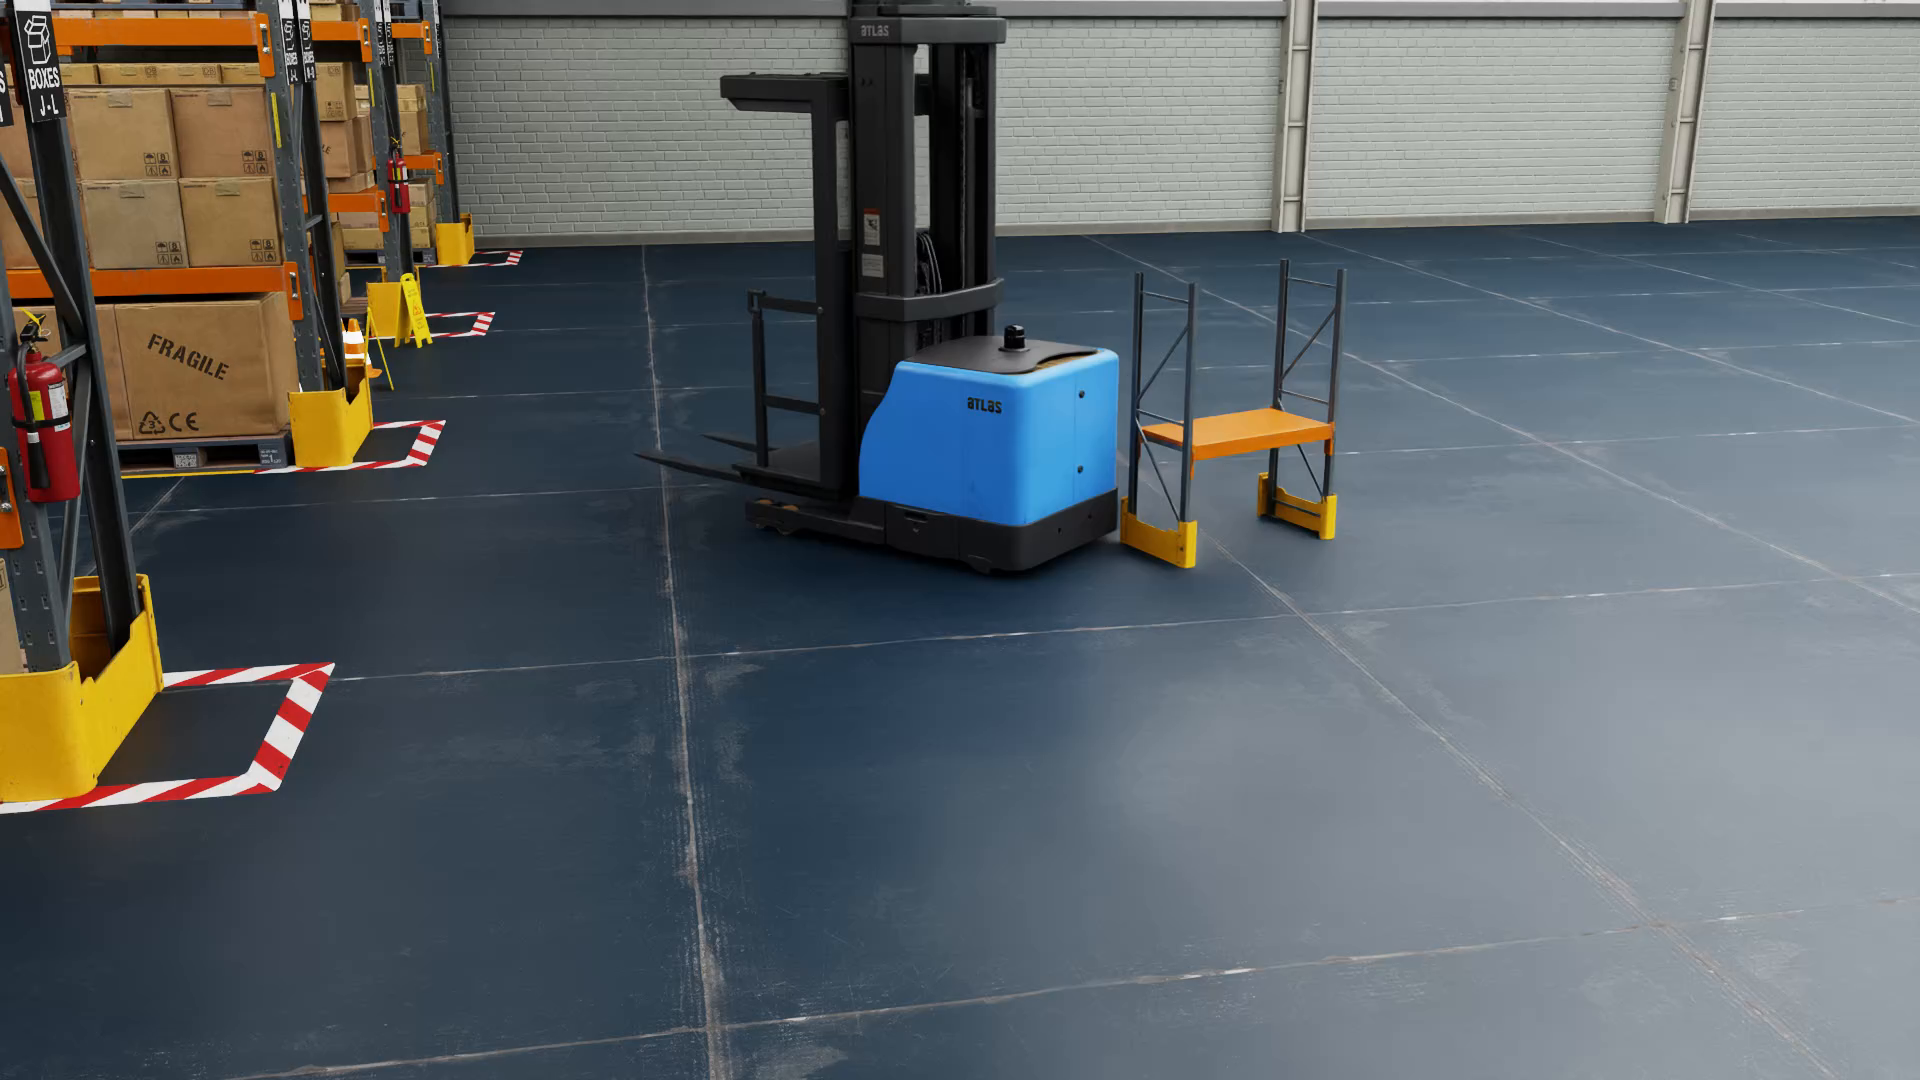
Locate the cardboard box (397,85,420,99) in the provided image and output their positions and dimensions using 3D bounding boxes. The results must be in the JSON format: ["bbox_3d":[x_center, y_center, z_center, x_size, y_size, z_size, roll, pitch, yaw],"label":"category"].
[{"bbox_3d":[-6.594,-5.347,19.829,0.250,0.149,0.380,-3,17,-10],"label":"cardboard box"}]

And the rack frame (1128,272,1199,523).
[{"bbox_3d":[1.072,-0.644,8.853,0.032,1.500,0.500,-10,20,-30],"label":"rack frame"}]

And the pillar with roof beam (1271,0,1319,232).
[{"bbox_3d":[5.461,-7.443,18.219,0.400,9.000,9.100,-3,17,-10],"label":"pillar with roof beam"}]

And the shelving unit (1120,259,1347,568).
[{"bbox_3d":[1.499,-0.720,9.101,1.083,1.500,0.587,-10,20,-30],"label":"shelving unit"}]

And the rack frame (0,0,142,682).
[{"bbox_3d":[-3.457,-0.640,6.286,0.127,3.000,1.000,-3,17,-10],"label":"rack frame"}]

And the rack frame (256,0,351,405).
[{"bbox_3d":[-4.299,-2.075,10.959,0.127,3.000,1.000,-3,17,-10],"label":"rack frame"}]

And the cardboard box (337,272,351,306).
[{"bbox_3d":[-6.182,-2.418,16.042,0.500,0.250,0.500,-3,17,-11],"label":"cardboard box"}]

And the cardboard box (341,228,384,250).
[{"bbox_3d":[-7.174,-3.671,20.124,0.500,0.250,0.500,-3,17,-10],"label":"cardboard box"}]

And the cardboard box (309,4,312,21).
[{"bbox_3d":[-5.873,-4.687,14.780,0.250,0.149,0.380,-3,17,-10],"label":"cardboard box"}]

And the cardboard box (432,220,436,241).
[{"bbox_3d":[-6.802,-3.843,20.681,0.500,0.250,0.500,-3,17,-10],"label":"cardboard box"}]

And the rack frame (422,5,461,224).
[{"bbox_3d":[-6.283,-4.927,20.245,0.127,3.000,1.000,-3,17,-10],"label":"rack frame"}]

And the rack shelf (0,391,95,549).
[{"bbox_3d":[-5.421,-0.184,6.029,4.000,0.370,1.077,-3,17,-10],"label":"rack shelf"}]

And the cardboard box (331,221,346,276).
[{"bbox_3d":[-6.205,-2.775,15.927,0.500,0.500,0.500,-4,17,-12],"label":"cardboard box"}]

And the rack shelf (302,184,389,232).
[{"bbox_3d":[-7.301,-3.041,15.330,4.000,0.370,1.077,-3,17,-10],"label":"rack shelf"}]

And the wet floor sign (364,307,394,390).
[{"bbox_3d":[-4.646,-1.522,13.169,0.232,0.644,0.267,-6,18,-20],"label":"wet floor sign"}]

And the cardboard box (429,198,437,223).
[{"bbox_3d":[-6.784,-4.086,20.623,0.500,0.250,0.500,-3,17,-9],"label":"cardboard box"}]

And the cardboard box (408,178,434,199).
[{"bbox_3d":[-6.790,-4.319,20.531,0.500,0.250,0.500,-4,17,-11],"label":"cardboard box"}]

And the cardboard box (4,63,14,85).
[{"bbox_3d":[-8.286,-3.926,14.605,0.500,0.500,0.700,-3,17,-10],"label":"cardboard box"}]

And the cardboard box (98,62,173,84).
[{"bbox_3d":[-7.293,-4.001,14.850,0.500,0.500,0.700,-3,17,-11],"label":"cardboard box"}]

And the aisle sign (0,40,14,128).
[{"bbox_3d":[-3.340,-1.799,5.634,0.004,0.787,0.394,-3,17,-10],"label":"aisle sign"}]

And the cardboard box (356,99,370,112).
[{"bbox_3d":[-7.082,-5.165,19.745,0.250,0.149,0.380,-3,17,-9],"label":"cardboard box"}]

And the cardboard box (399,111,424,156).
[{"bbox_3d":[-6.716,-4.872,19.895,0.500,0.500,0.500,-4,17,-12],"label":"cardboard box"}]

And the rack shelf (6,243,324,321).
[{"bbox_3d":[-6.263,-1.620,10.702,4.000,0.370,1.077,-3,17,-10],"label":"rack shelf"}]

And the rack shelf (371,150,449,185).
[{"bbox_3d":[-8.246,-4.472,19.988,4.000,0.370,1.077,-3,17,-10],"label":"rack shelf"}]

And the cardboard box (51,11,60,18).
[{"bbox_3d":[-7.904,-4.592,14.474,0.250,0.149,0.380,-4,17,-12],"label":"cardboard box"}]

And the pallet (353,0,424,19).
[{"bbox_3d":[-6.982,-6.287,19.714,1.213,0.211,1.003,-3,17,-10],"label":"pallet"}]

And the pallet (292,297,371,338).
[{"bbox_3d":[-6.216,-2.124,15.868,1.213,0.211,1.003,-3,17,-10],"label":"pallet"}]

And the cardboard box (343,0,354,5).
[{"bbox_3d":[-5.882,-5.050,15.284,0.500,0.250,0.500,-4,17,-11],"label":"cardboard box"}]

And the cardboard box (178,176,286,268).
[{"bbox_3d":[-4.655,-2.113,10.827,0.550,0.550,0.875,-3,17,-10],"label":"cardboard box"}]

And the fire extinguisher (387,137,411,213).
[{"bbox_3d":[-5.138,-3.333,15.186,0.183,0.674,0.296,-3,17,-10],"label":"fire extinguisher"}]

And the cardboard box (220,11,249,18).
[{"bbox_3d":[-6.401,-4.687,14.781,0.250,0.149,0.380,-3,17,-10],"label":"cardboard box"}]

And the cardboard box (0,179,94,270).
[{"bbox_3d":[-5.764,-2.081,10.723,0.550,0.550,0.875,-3,17,-10],"label":"cardboard box"}]

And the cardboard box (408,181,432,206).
[{"bbox_3d":[-6.676,-4.176,20.064,0.500,0.250,0.500,-3,17,-9],"label":"cardboard box"}]

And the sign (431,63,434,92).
[{"bbox_3d":[-6.193,-5.437,19.528,0.005,0.325,0.100,-3,17,-10],"label":"sign"}]

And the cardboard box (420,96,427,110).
[{"bbox_3d":[-6.665,-5.341,20.317,0.250,0.149,0.380,-4,17,-12],"label":"cardboard box"}]

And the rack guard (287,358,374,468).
[{"bbox_3d":[-4.276,-0.882,11.331,0.348,0.500,1.175,-3,17,-10],"label":"rack guard"}]

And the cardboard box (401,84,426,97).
[{"bbox_3d":[-6.653,-5.470,20.231,0.250,0.149,0.380,-4,17,-12],"label":"cardboard box"}]

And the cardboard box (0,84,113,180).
[{"bbox_3d":[-5.769,-2.604,10.587,0.550,0.550,0.875,-3,17,-10],"label":"cardboard box"}]

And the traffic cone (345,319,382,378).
[{"bbox_3d":[-4.970,-1.587,13.690,0.334,0.463,0.336,-3,17,-10],"label":"traffic cone"}]

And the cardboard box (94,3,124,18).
[{"bbox_3d":[-7.395,-4.620,14.564,0.250,0.149,0.380,-3,17,-10],"label":"cardboard box"}]

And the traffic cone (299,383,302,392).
[{"bbox_3d":[-5.090,-1.242,12.568,0.334,0.463,0.336,-3,17,-10],"label":"traffic cone"}]

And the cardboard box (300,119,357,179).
[{"bbox_3d":[-5.818,-3.577,15.171,0.500,0.500,0.500,-4,17,-11],"label":"cardboard box"}]

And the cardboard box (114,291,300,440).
[{"bbox_3d":[-4.952,-1.203,11.025,0.875,0.875,0.875,-3,17,-10],"label":"cardboard box"}]

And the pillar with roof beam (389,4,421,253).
[{"bbox_3d":[-6.321,-6.775,16.043,0.400,9.000,9.100,-3,17,-10],"label":"pillar with roof beam"}]

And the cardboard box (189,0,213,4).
[{"bbox_3d":[-6.791,-4.837,14.590,0.500,0.250,0.500,-3,17,-9],"label":"cardboard box"}]

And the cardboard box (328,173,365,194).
[{"bbox_3d":[-5.664,-3.294,15.355,0.250,0.149,0.380,-3,17,-9],"label":"cardboard box"}]

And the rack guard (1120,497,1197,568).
[{"bbox_3d":[1.073,-0.047,9.038,0.087,0.250,0.587,-10,20,-30],"label":"rack guard"}]

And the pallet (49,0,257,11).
[{"bbox_3d":[-5.025,-3.422,10.388,1.213,0.211,1.003,-3,17,-10],"label":"pallet"}]

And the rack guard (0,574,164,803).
[{"bbox_3d":[-3.532,0.559,6.639,0.348,0.500,1.175,-3,17,-10],"label":"rack guard"}]

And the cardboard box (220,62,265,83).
[{"bbox_3d":[-6.296,-4.047,14.999,0.500,0.500,0.700,-3,17,-10],"label":"cardboard box"}]

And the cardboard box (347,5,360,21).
[{"bbox_3d":[-5.725,-4.885,15.428,0.250,0.149,0.380,-3,17,-10],"label":"cardboard box"}]

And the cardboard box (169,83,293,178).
[{"bbox_3d":[-4.671,-2.654,10.748,0.550,0.550,0.875,-3,17,-10],"label":"cardboard box"}]

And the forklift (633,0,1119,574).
[{"bbox_3d":[-0.613,-1.546,9.353,3.031,2.935,1.130,12,21,34],"label":"forklift"}]

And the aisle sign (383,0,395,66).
[{"bbox_3d":[-5.335,-4.832,15.507,0.004,0.787,0.394,-3,17,-10],"label":"aisle sign"}]

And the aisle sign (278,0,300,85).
[{"bbox_3d":[-4.173,-3.235,10.309,0.004,0.787,0.394,-3,17,-10],"label":"aisle sign"}]

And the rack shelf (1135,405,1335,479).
[{"bbox_3d":[1.507,-0.549,9.158,1.000,0.185,0.538,-10,20,-30],"label":"rack shelf"}]

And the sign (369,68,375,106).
[{"bbox_3d":[-5.252,-4.040,14.846,0.005,0.325,0.100,-3,17,-10],"label":"sign"}]

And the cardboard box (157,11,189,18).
[{"bbox_3d":[-6.897,-4.647,14.650,0.250,0.149,0.380,-4,17,-12],"label":"cardboard box"}]

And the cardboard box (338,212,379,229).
[{"bbox_3d":[-7.196,-3.910,20.051,0.500,0.250,0.500,-3,17,-11],"label":"cardboard box"}]
